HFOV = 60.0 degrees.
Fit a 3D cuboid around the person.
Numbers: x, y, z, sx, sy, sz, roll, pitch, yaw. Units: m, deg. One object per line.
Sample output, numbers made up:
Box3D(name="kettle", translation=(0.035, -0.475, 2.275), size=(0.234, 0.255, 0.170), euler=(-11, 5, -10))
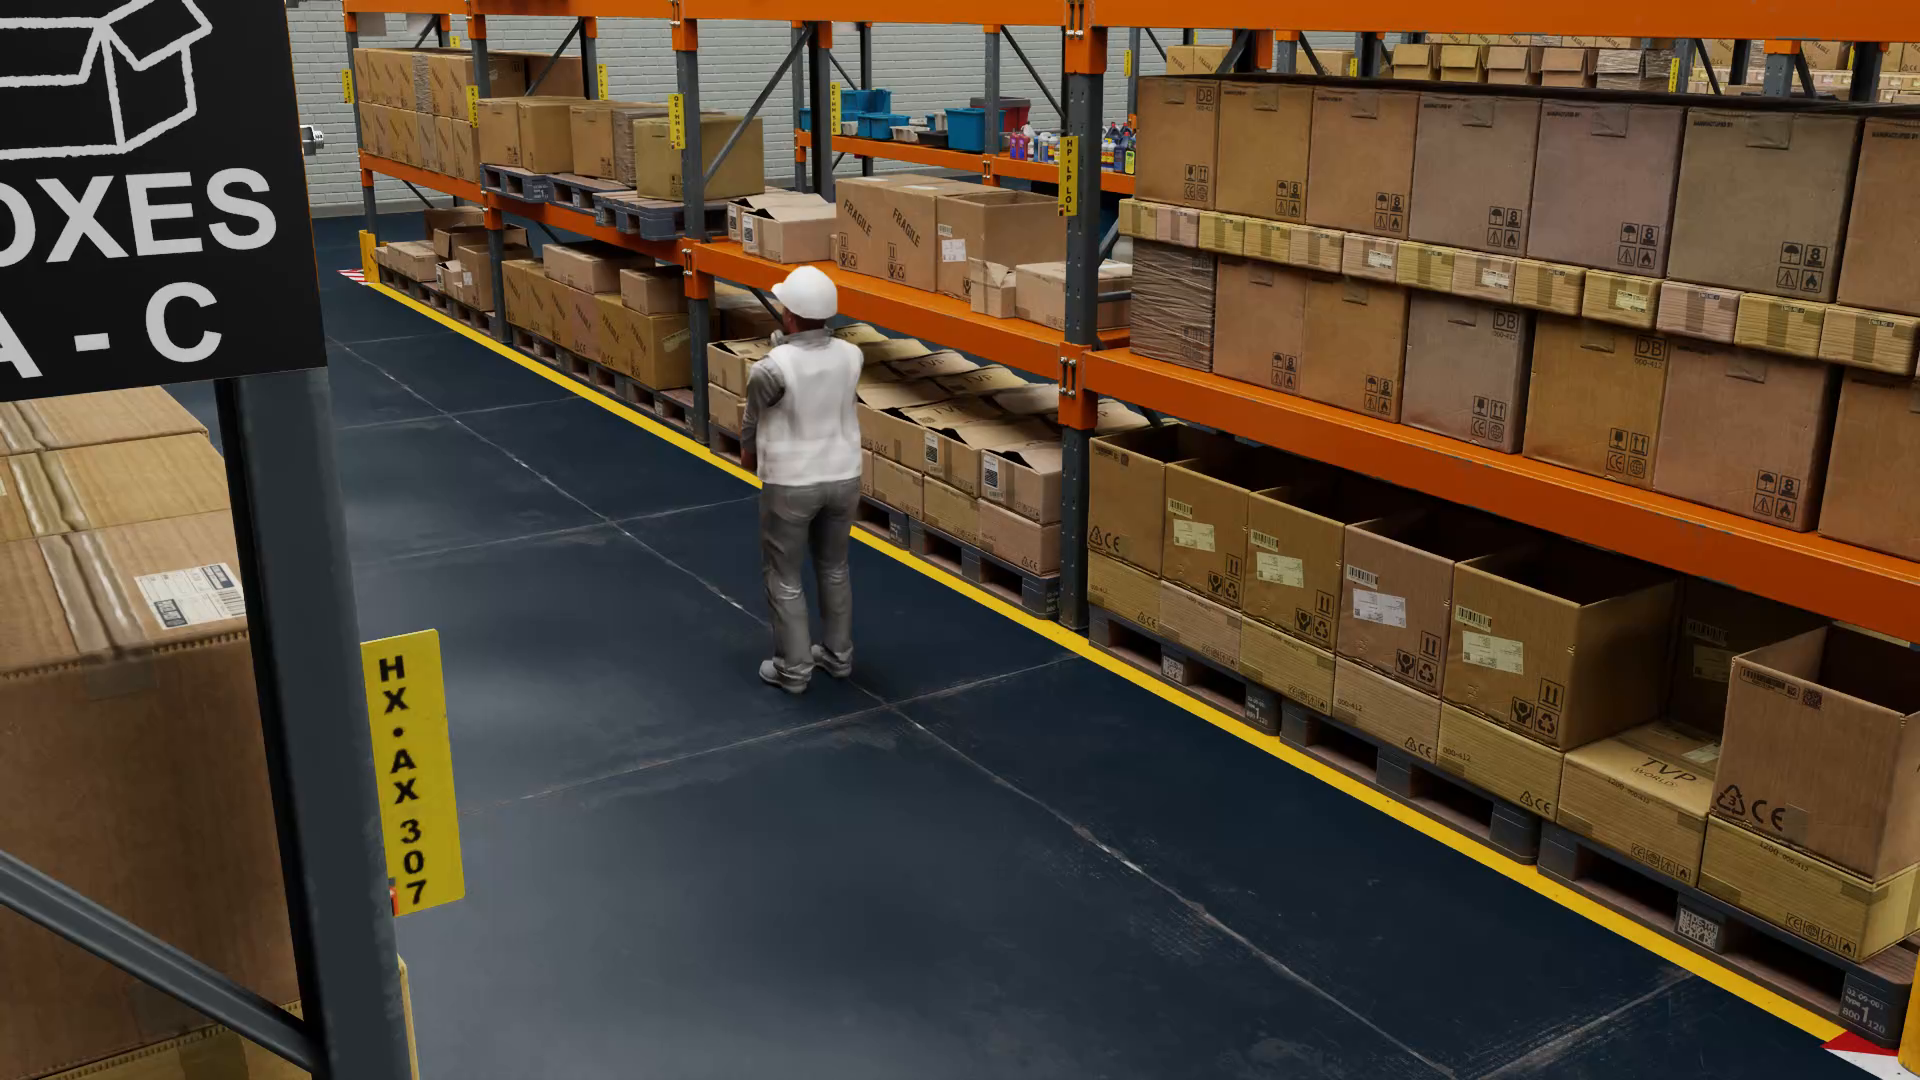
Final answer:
Box3D(name="person", translation=(-0.673, -0.264, 6.843), size=(0.494, 1.762, 0.555), euler=(-11, 21, -31))
